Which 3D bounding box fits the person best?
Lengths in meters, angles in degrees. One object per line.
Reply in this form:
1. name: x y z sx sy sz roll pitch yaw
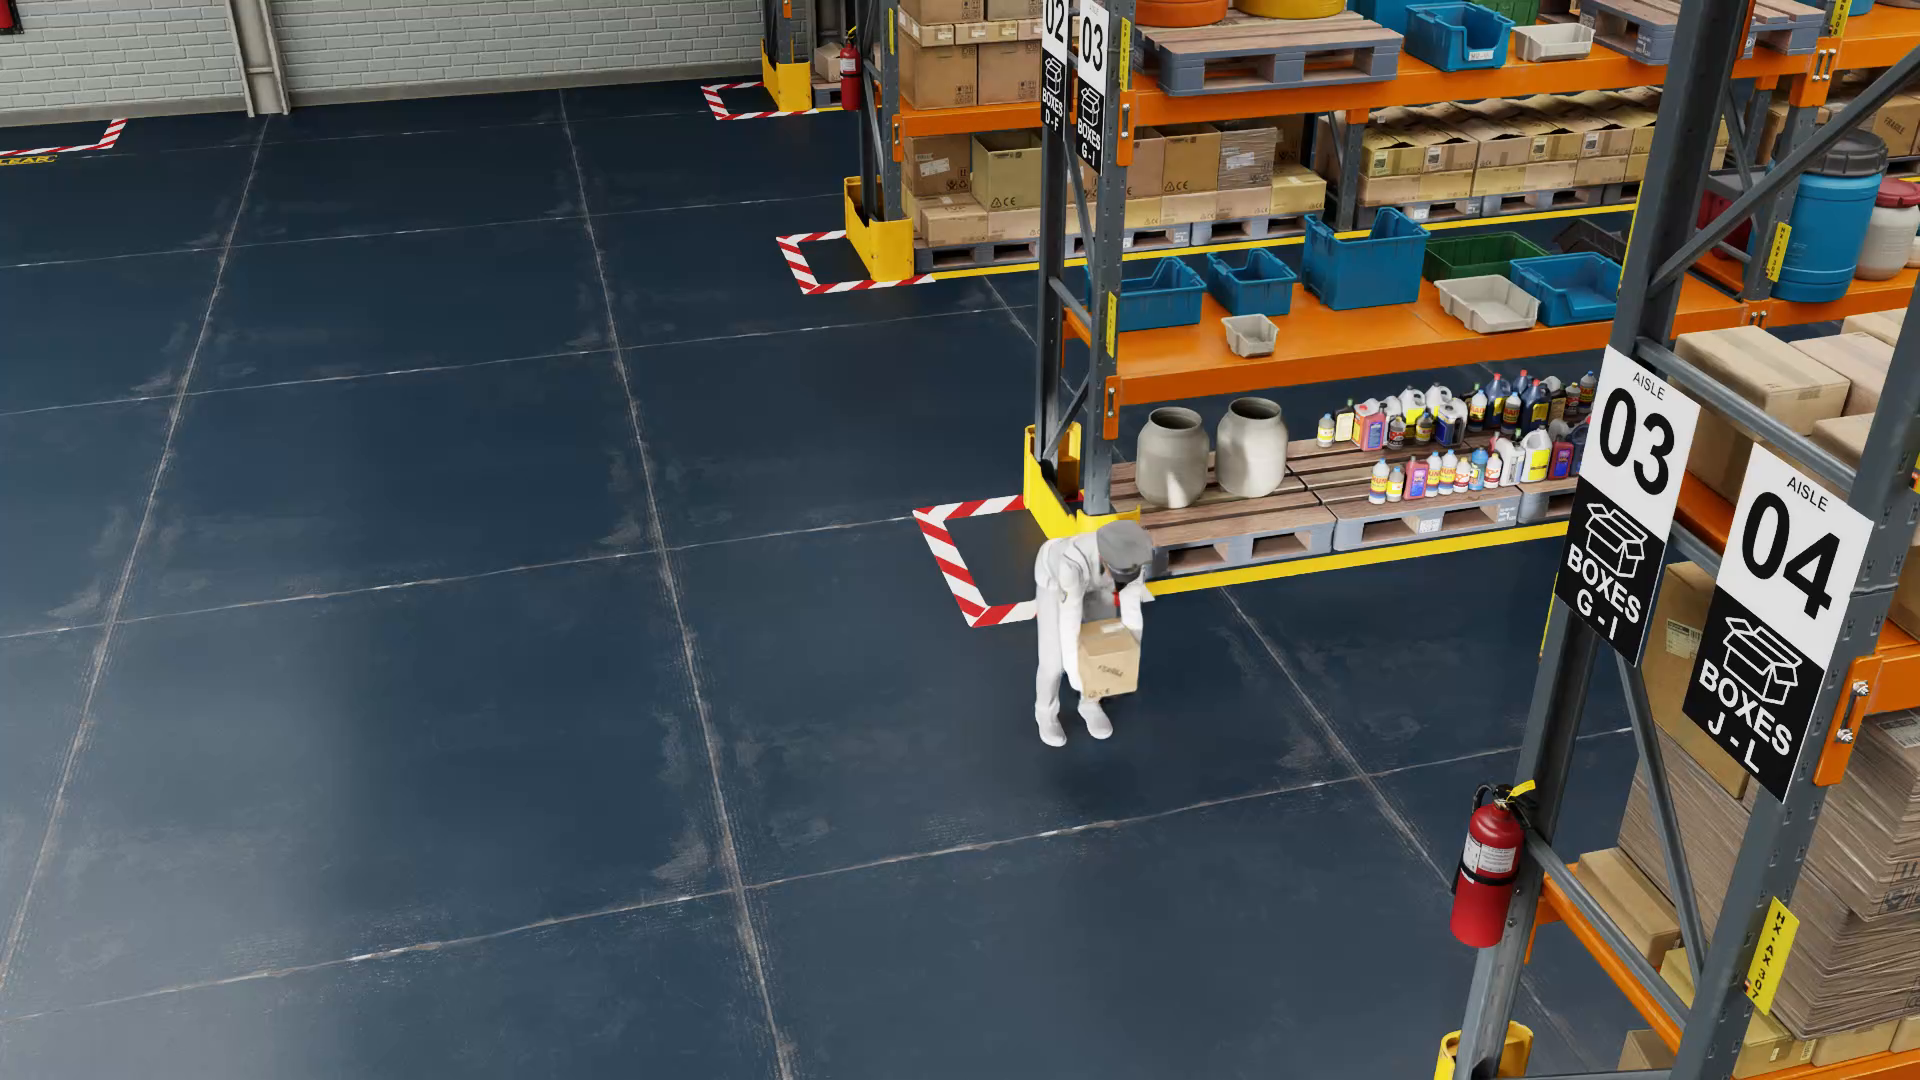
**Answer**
1. person: 0.621 0.424 7.783 0.416 1.395 0.826 -9 32 -15
